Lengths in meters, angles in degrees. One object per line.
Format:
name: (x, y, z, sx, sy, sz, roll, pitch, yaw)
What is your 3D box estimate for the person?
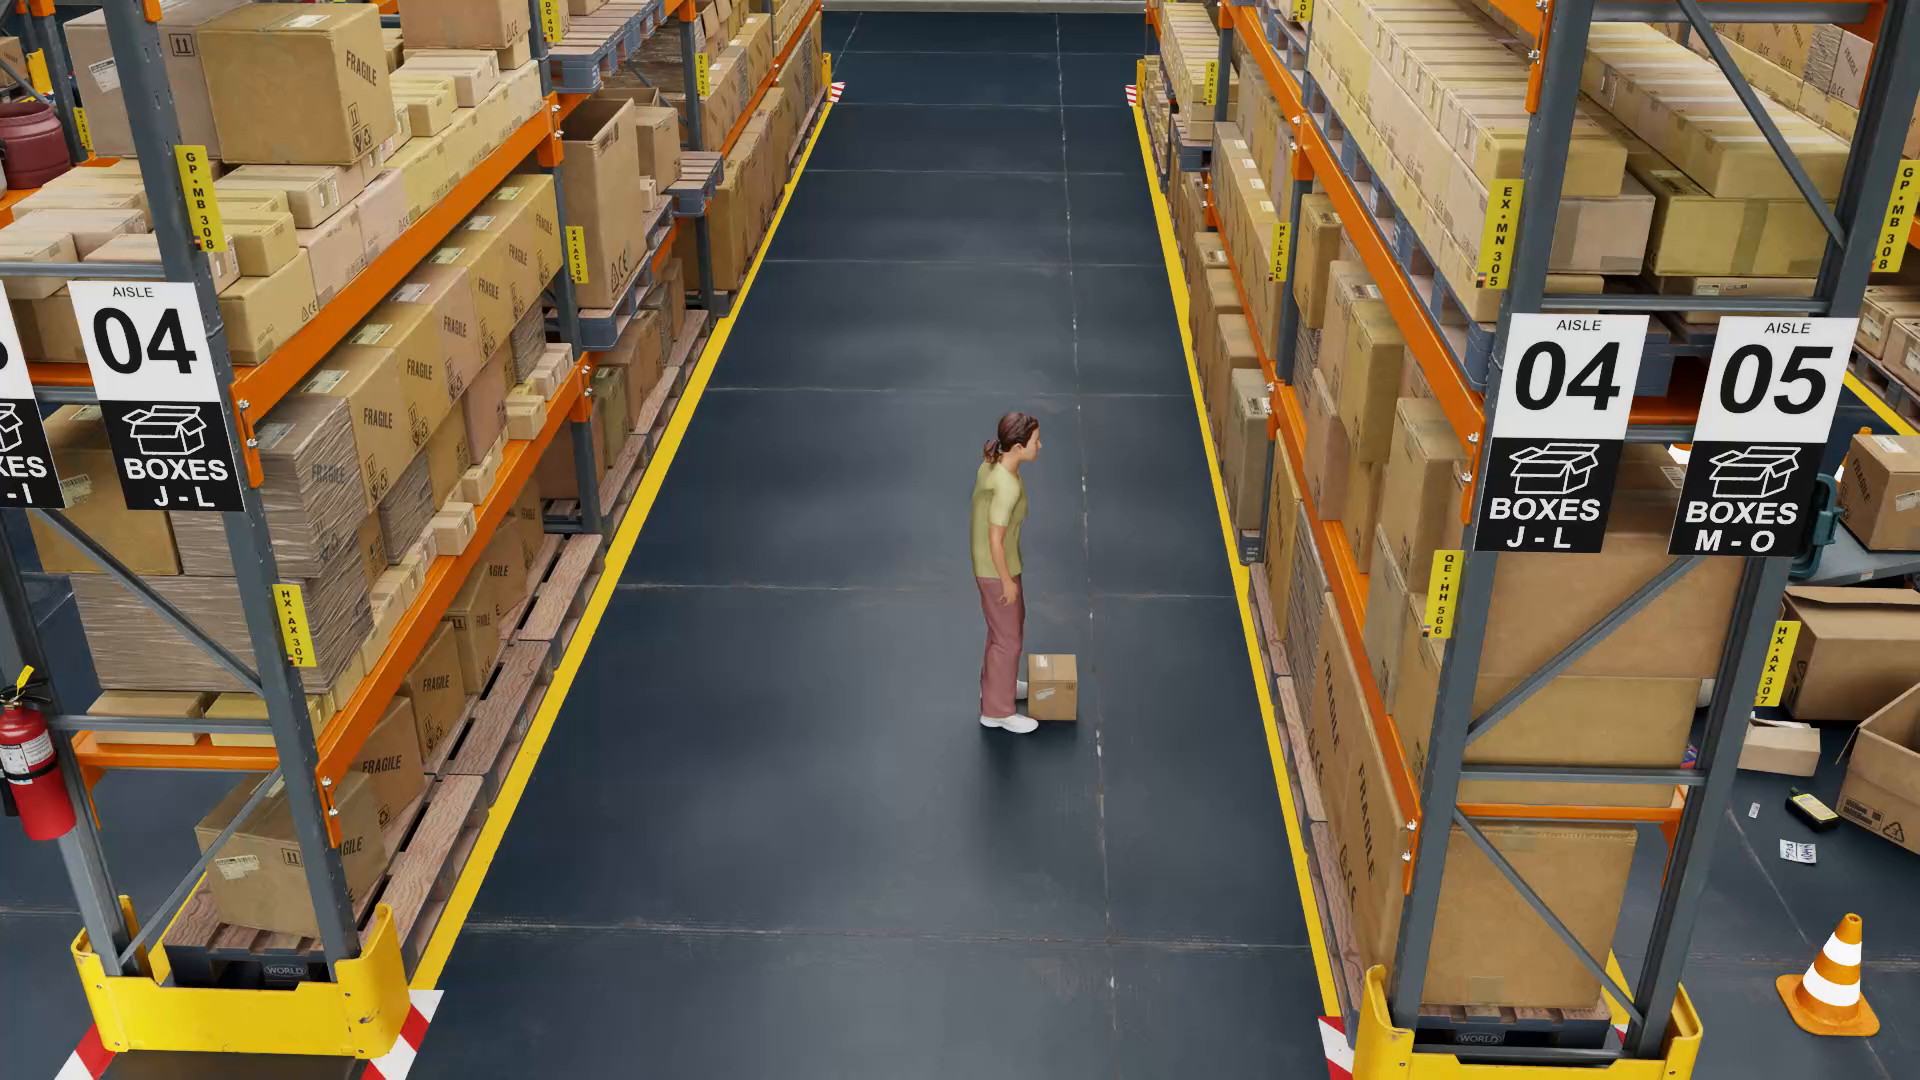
person: (0.234, 0.139, 8.364, 0.367, 1.671, 0.519, -1, 28, -1)
